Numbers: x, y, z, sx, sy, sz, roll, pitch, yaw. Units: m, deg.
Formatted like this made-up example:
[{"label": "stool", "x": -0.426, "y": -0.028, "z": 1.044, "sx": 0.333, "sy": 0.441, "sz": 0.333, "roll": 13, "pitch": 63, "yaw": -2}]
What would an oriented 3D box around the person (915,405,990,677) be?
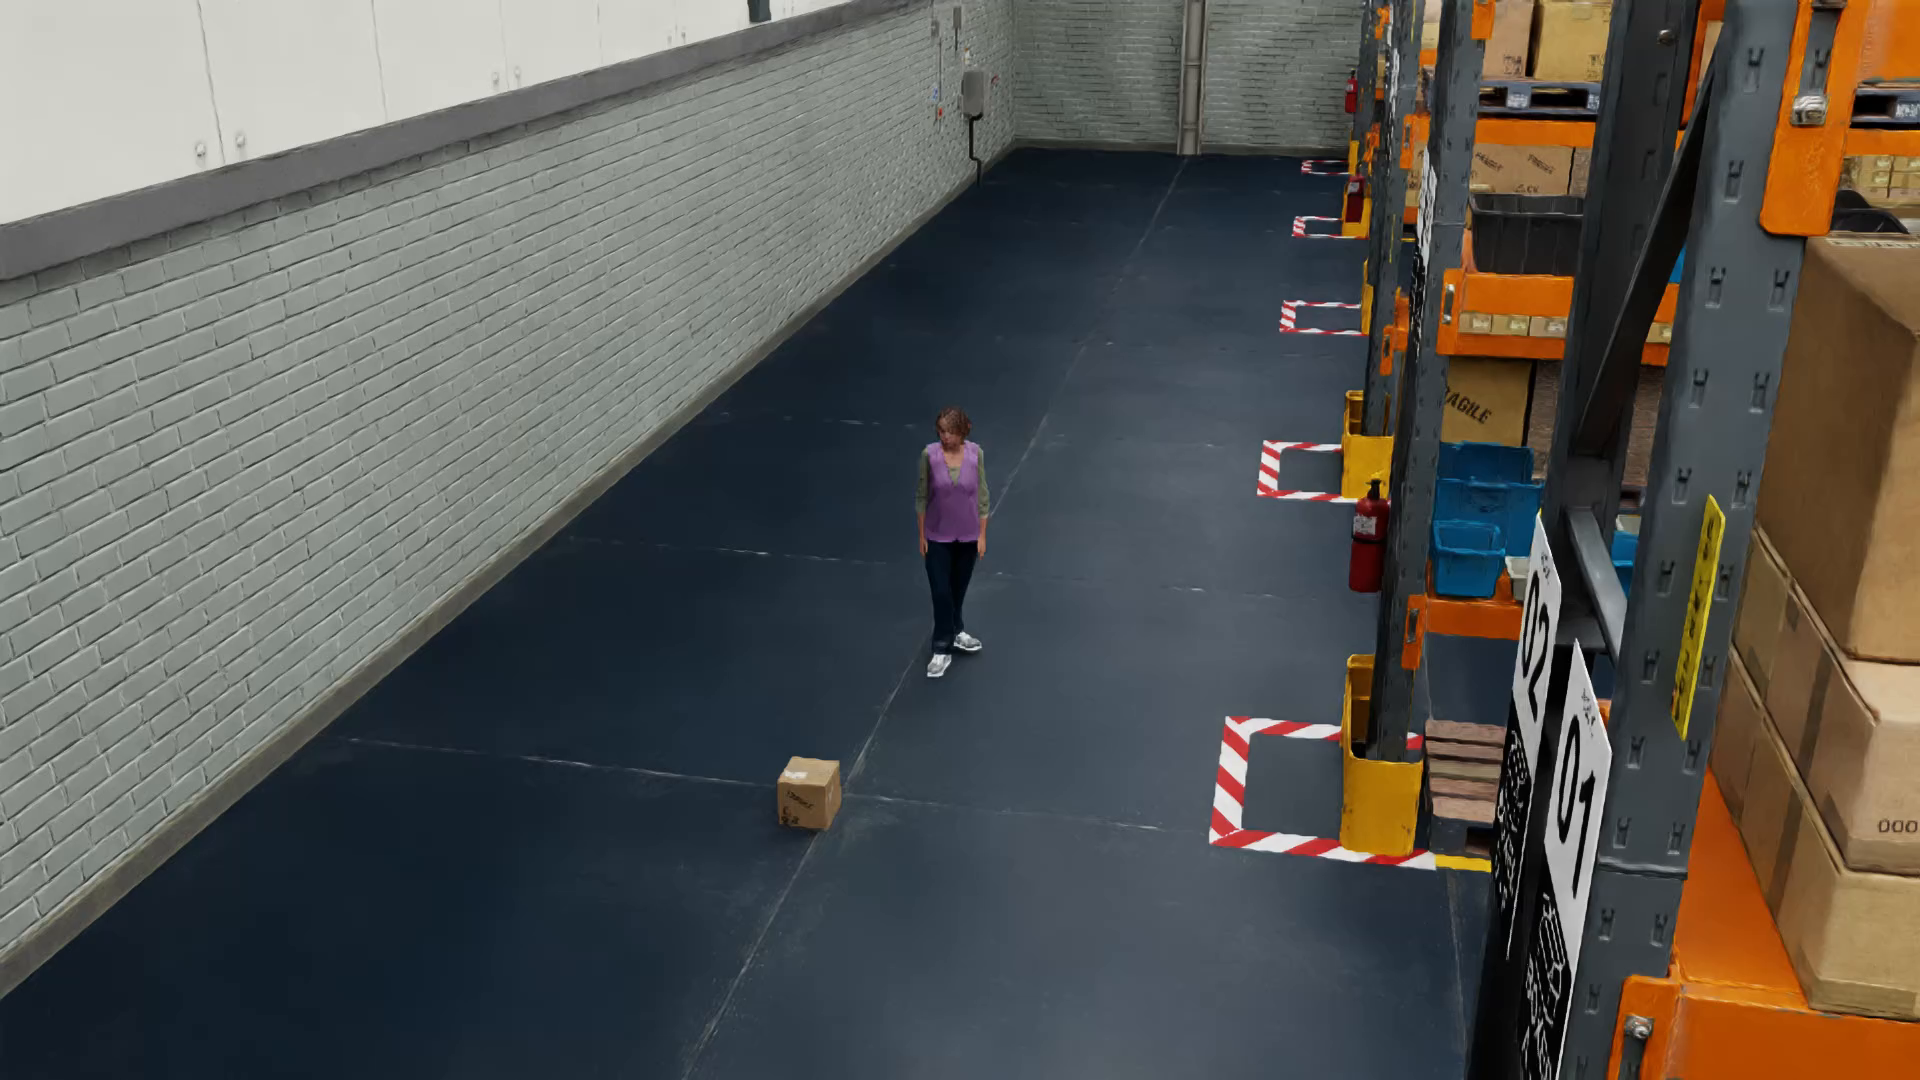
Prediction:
[{"label": "person", "x": -0.046, "y": -0.021, "z": 9.657, "sx": 0.422, "sy": 1.591, "sz": 0.463, "roll": -5, "pitch": 22, "yaw": -12}]
